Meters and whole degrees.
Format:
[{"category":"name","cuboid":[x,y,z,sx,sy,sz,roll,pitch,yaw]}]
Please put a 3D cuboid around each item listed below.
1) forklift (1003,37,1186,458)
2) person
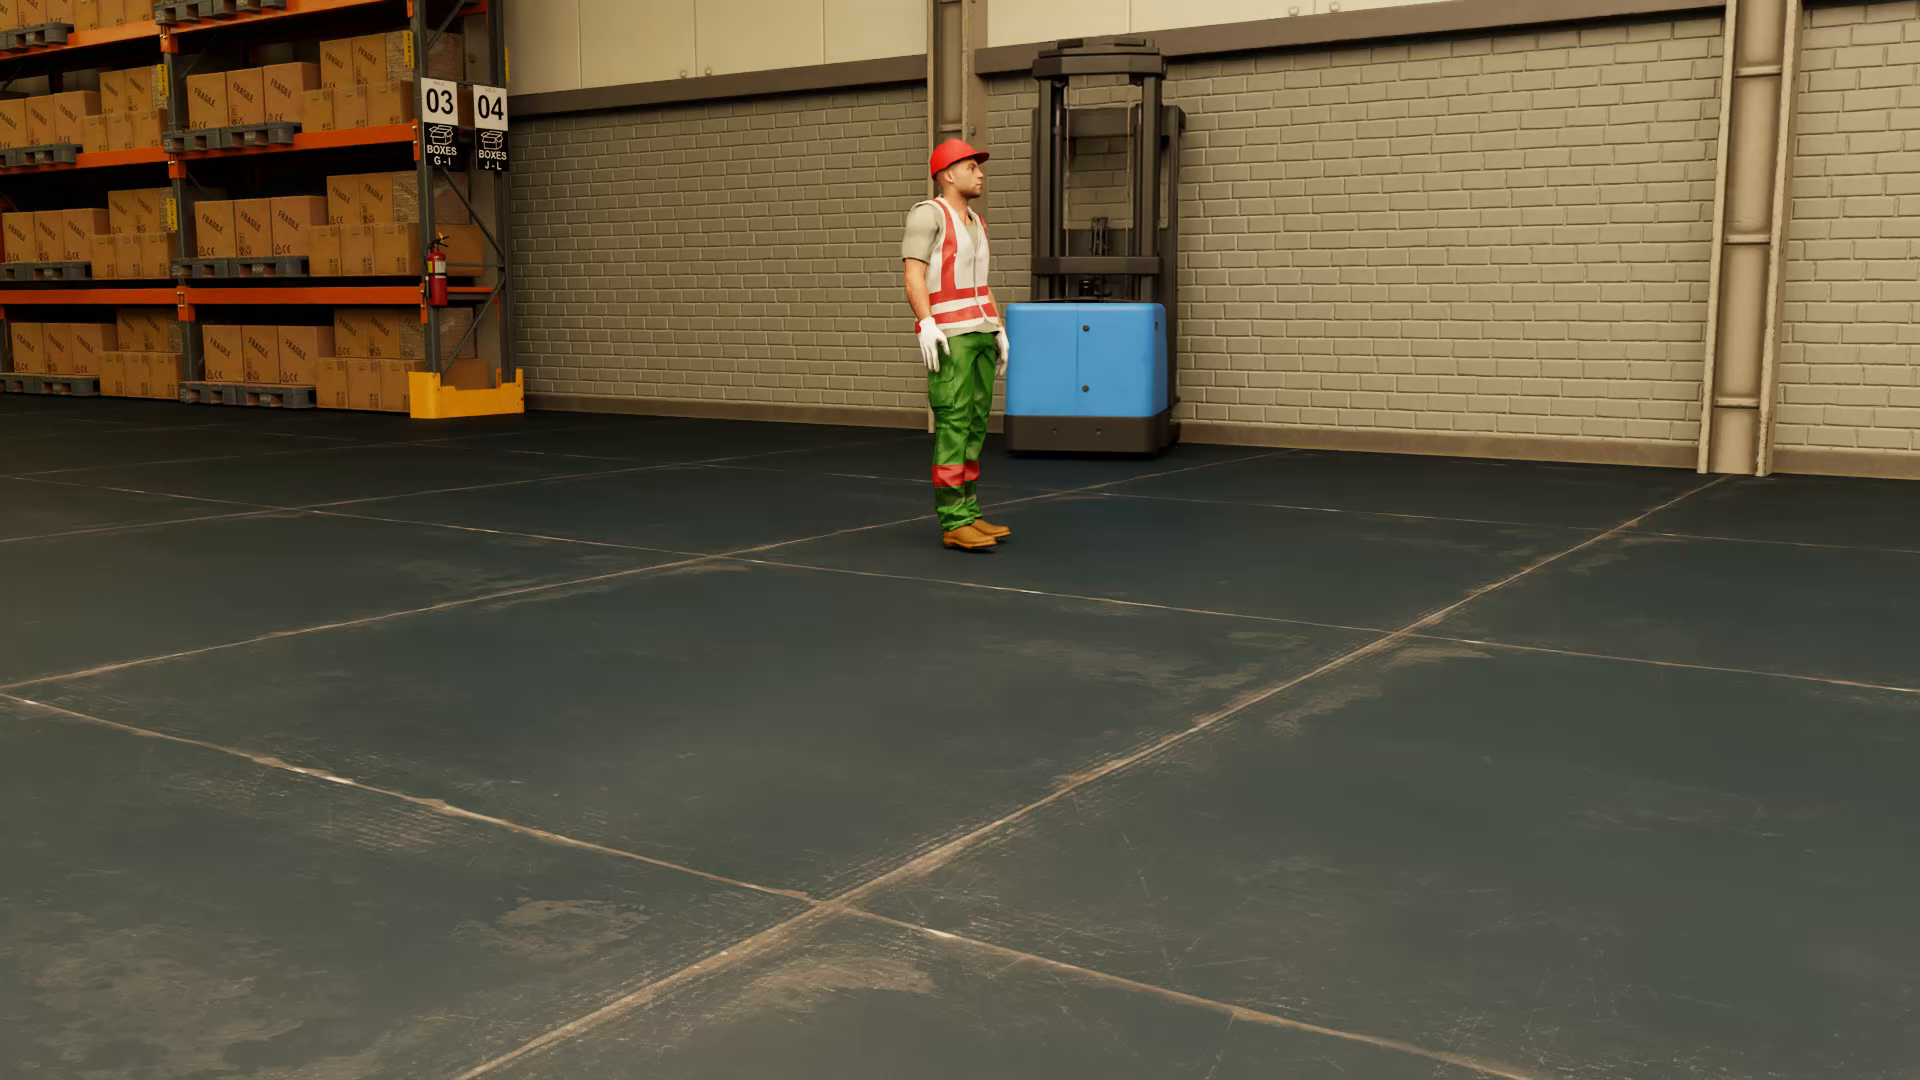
[{"category":"forklift","cuboid":[1.123,-2.192,12.608,1.130,2.935,3.031,2,8,12]},{"category":"person","cuboid":[0.060,-0.885,7.422,0.562,1.790,0.637,5,10,34]}]
